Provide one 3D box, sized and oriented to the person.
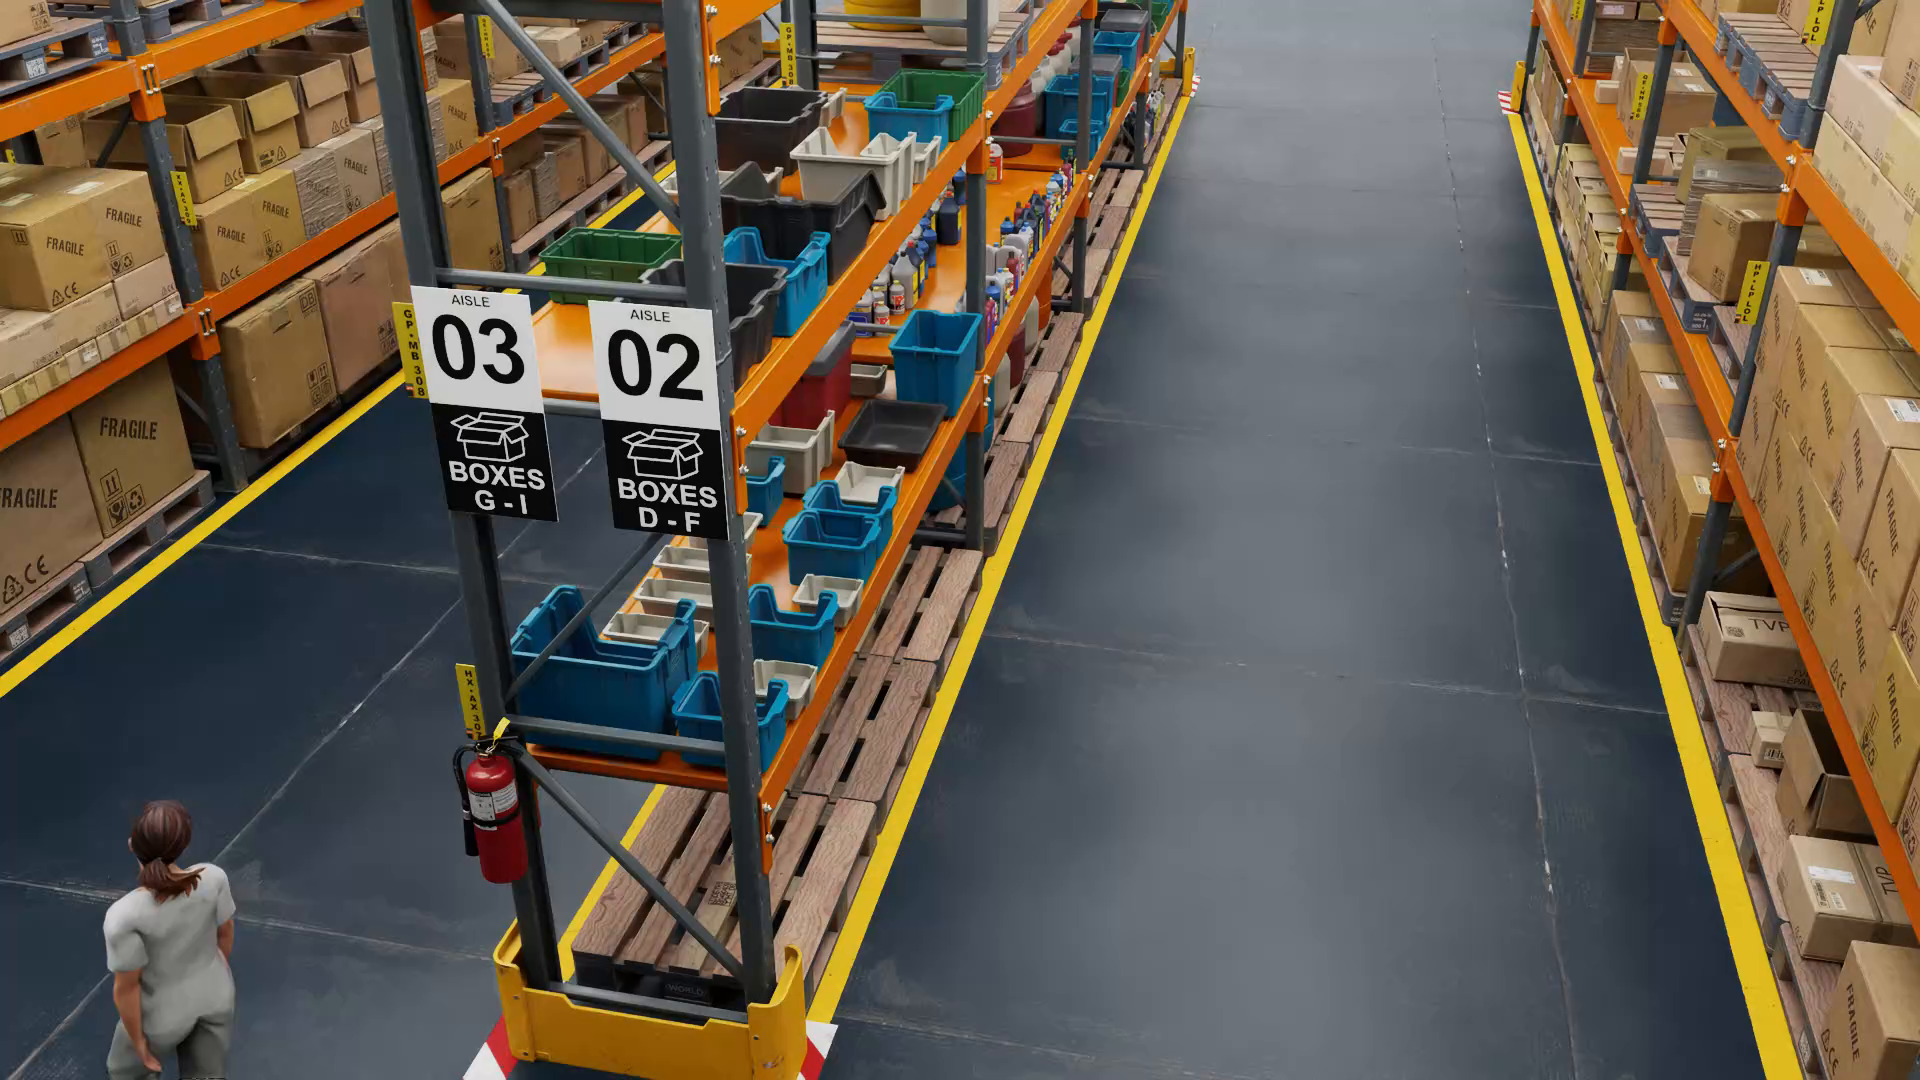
[{"bbox_3d":[-2.681,1.702,5.758,0.440,1.415,0.500,25,37,37],"label":"person"}]
